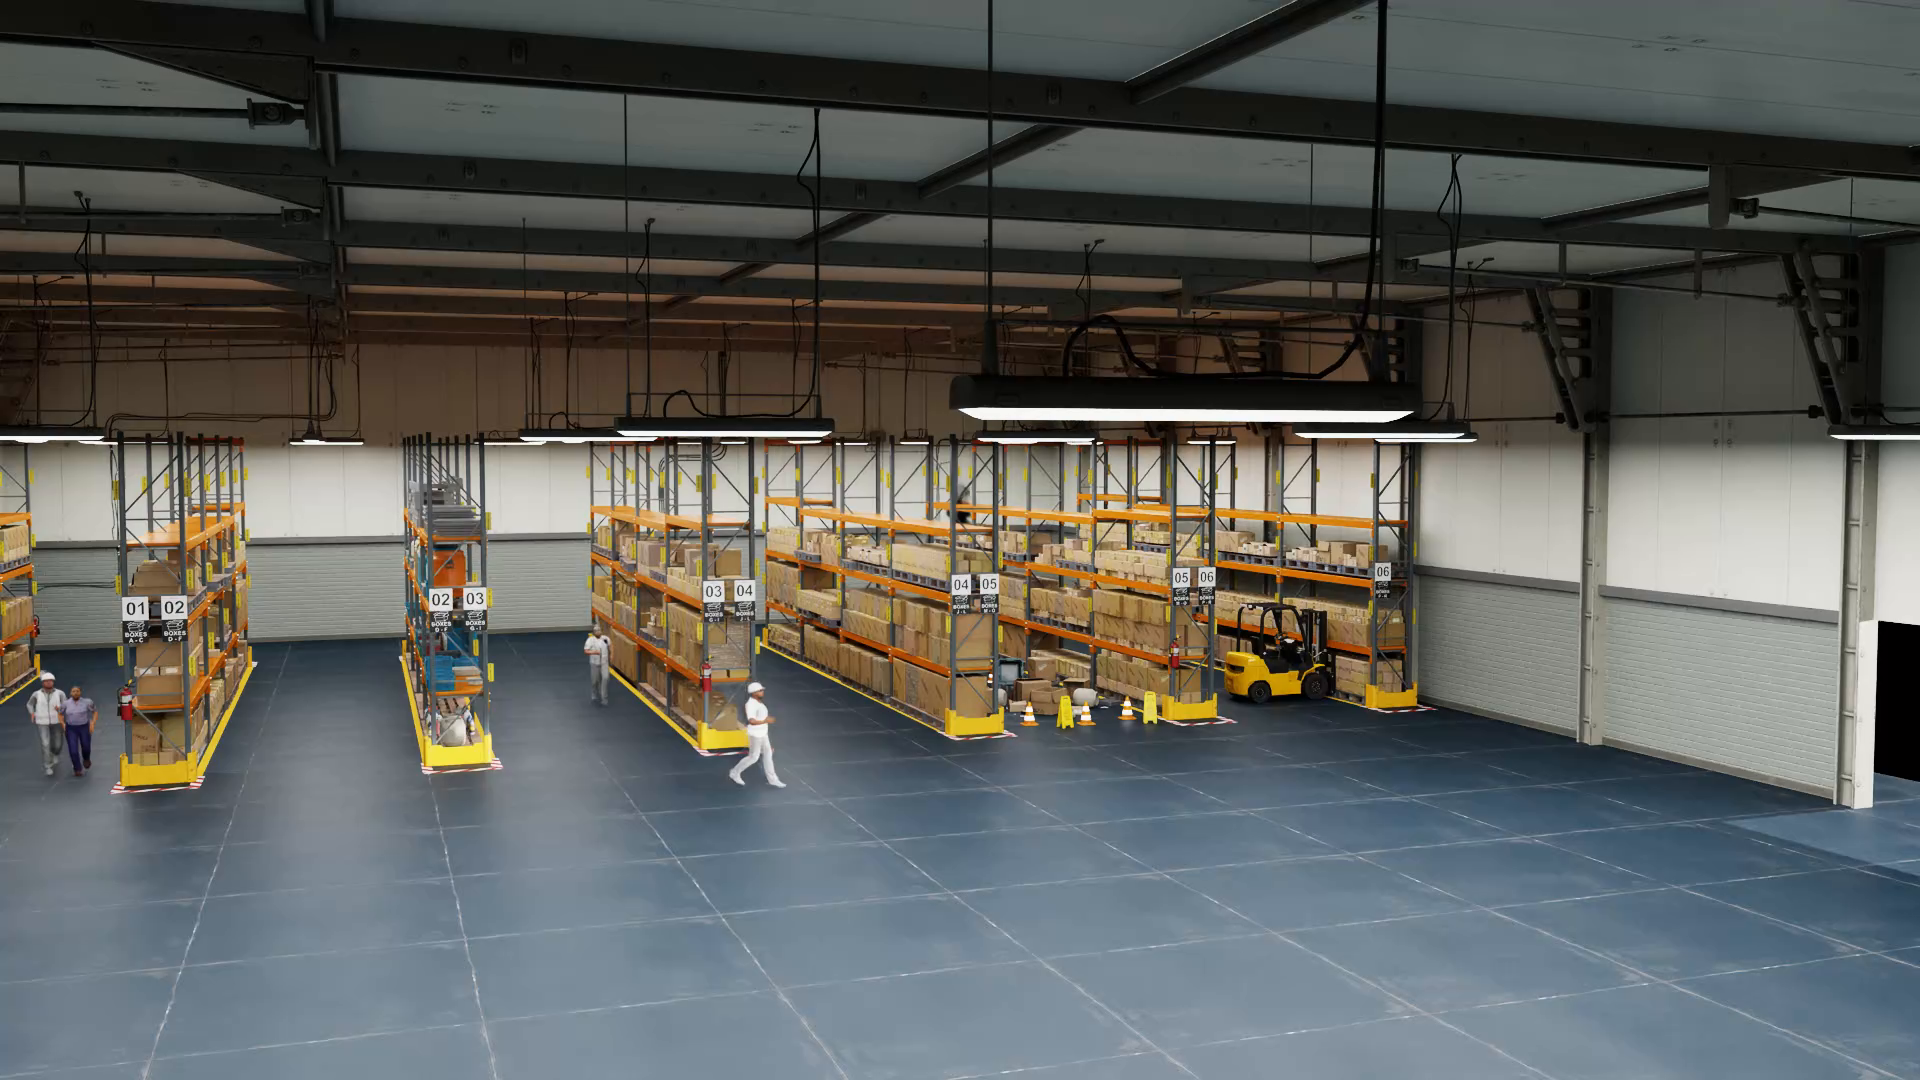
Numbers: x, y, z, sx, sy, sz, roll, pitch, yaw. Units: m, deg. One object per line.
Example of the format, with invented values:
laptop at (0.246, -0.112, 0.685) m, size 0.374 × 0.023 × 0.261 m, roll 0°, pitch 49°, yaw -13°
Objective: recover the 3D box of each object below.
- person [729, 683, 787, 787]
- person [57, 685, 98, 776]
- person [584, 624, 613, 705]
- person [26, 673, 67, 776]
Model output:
person at (-3.396, 3.268, 27.834) m, size 0.963 × 1.769 × 0.695 m, roll 0°, pitch 3°, yaw 7°
person at (-15.368, 3.314, 28.966) m, size 0.633 × 1.594 × 0.551 m, roll -1°, pitch 3°, yaw -23°
person at (-8.098, 2.792, 37.348) m, size 0.670 × 1.827 × 0.822 m, roll -1°, pitch 3°, yaw -19°
person at (-16.018, 3.212, 29.241) m, size 0.666 × 1.750 × 0.930 m, roll -2°, pitch 4°, yaw -33°
